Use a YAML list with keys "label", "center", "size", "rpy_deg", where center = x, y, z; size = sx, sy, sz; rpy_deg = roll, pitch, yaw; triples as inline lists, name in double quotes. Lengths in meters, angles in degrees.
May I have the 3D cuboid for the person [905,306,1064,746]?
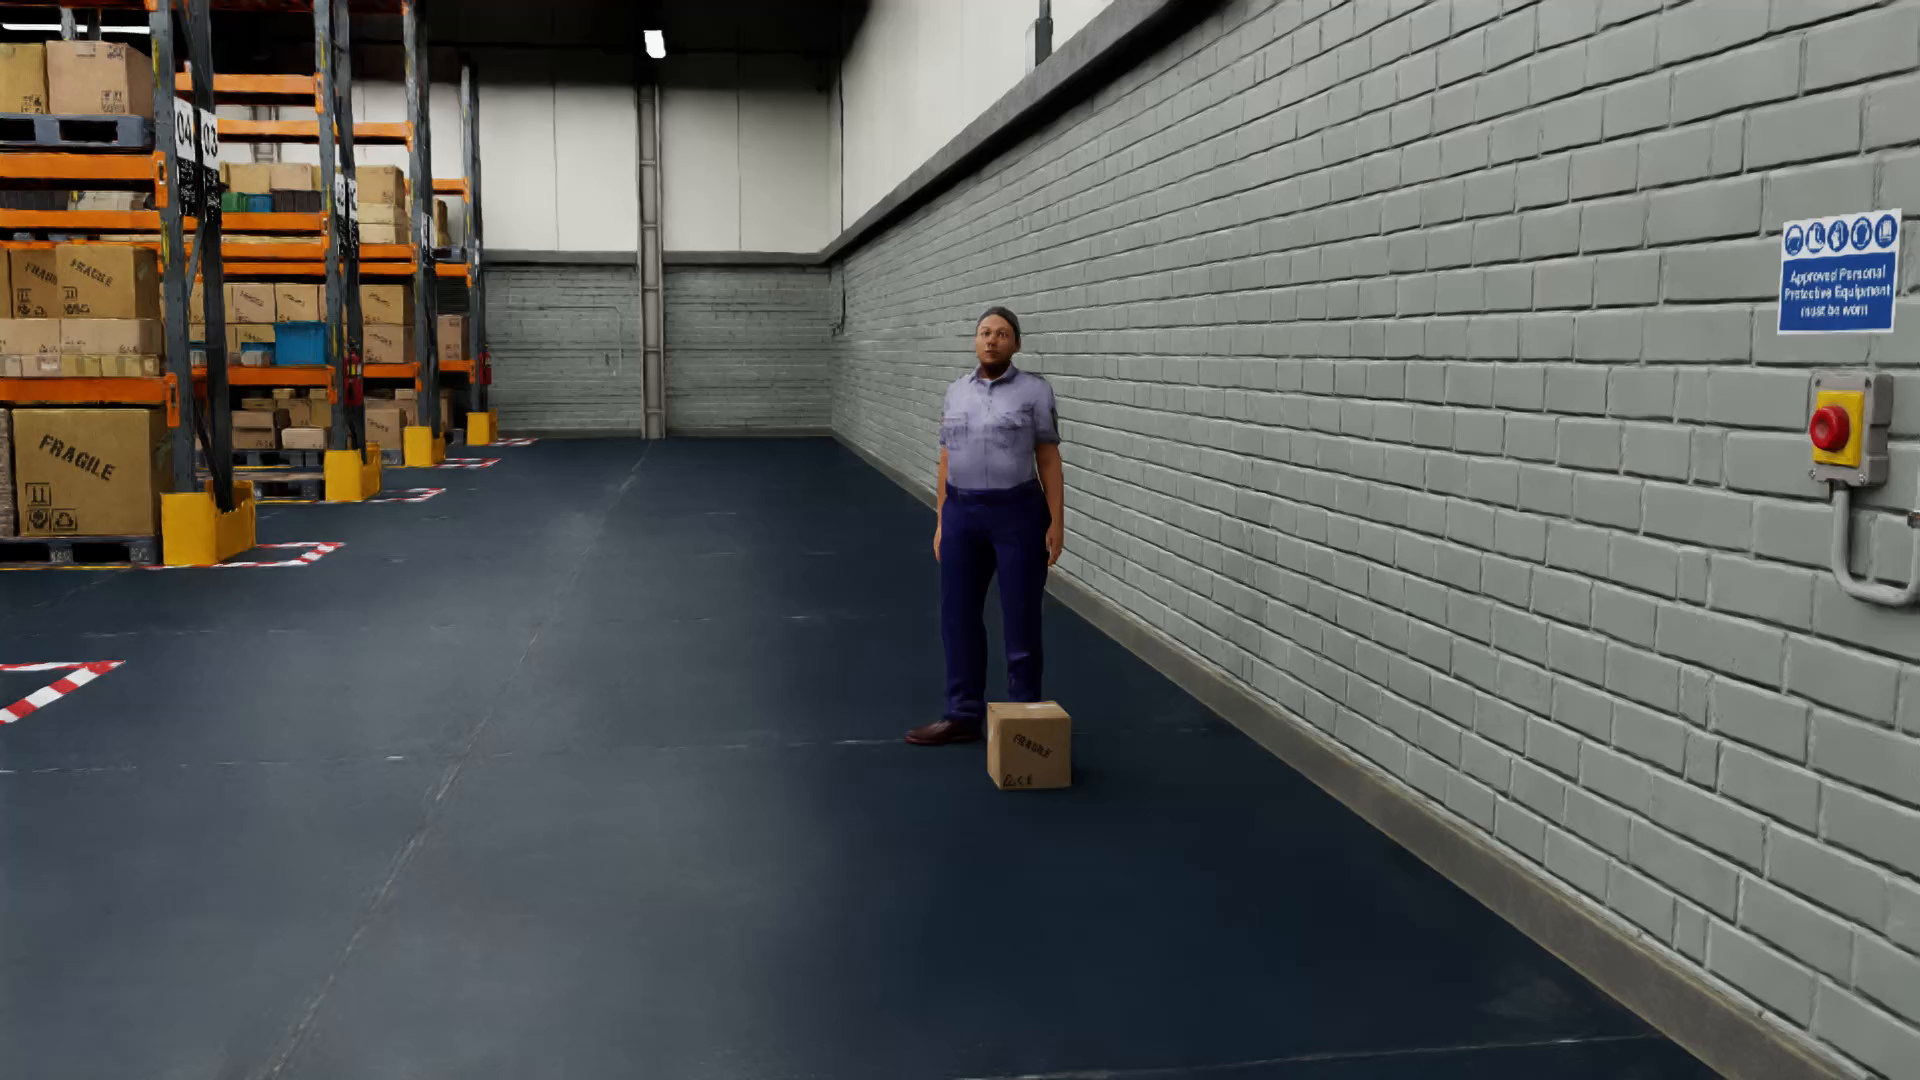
- label: "person"
  center: [0.101, -0.044, 6.240]
  size: [0.599, 1.656, 0.341]
  rpy_deg: [2, 7, 20]
